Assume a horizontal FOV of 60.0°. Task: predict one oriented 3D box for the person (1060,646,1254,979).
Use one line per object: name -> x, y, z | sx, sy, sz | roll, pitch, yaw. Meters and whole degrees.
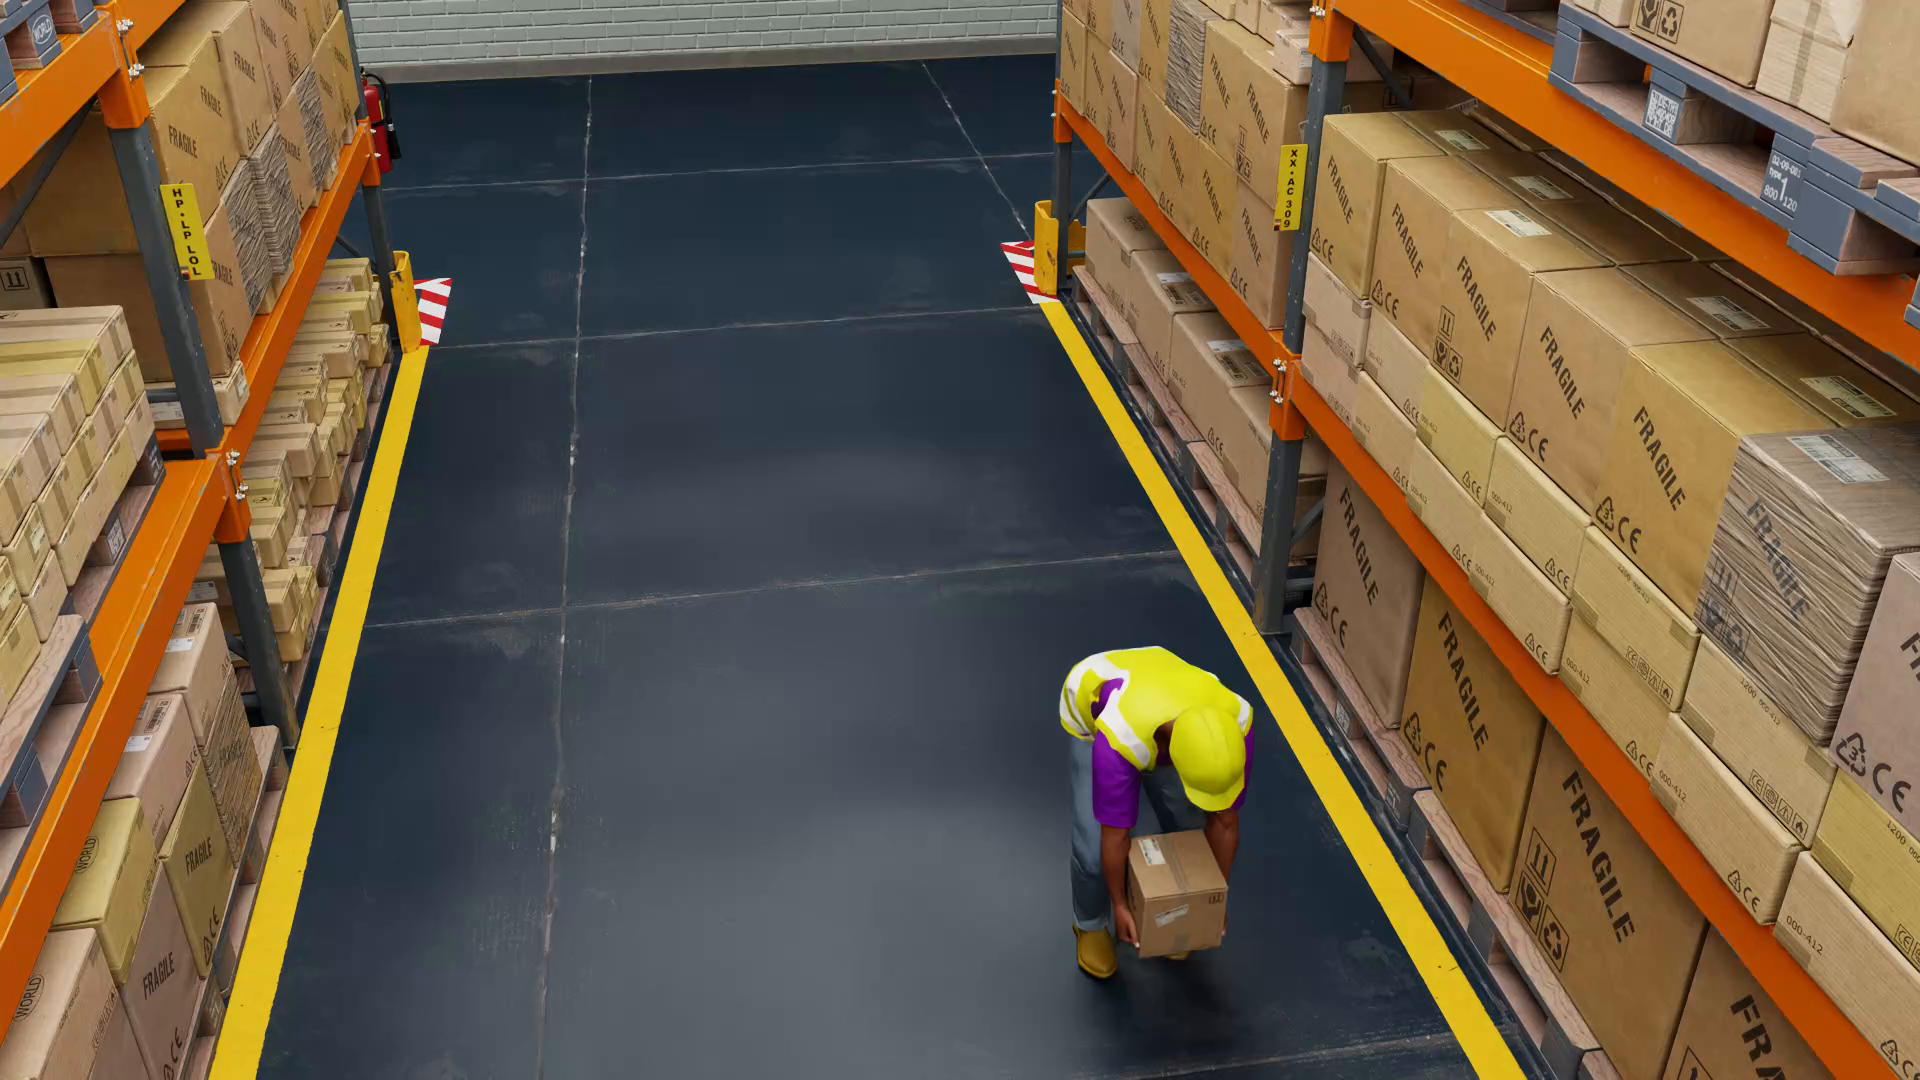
person -> 0.605, 0.858, 5.098 | 0.493, 1.309, 0.924 | -6, 31, -11
